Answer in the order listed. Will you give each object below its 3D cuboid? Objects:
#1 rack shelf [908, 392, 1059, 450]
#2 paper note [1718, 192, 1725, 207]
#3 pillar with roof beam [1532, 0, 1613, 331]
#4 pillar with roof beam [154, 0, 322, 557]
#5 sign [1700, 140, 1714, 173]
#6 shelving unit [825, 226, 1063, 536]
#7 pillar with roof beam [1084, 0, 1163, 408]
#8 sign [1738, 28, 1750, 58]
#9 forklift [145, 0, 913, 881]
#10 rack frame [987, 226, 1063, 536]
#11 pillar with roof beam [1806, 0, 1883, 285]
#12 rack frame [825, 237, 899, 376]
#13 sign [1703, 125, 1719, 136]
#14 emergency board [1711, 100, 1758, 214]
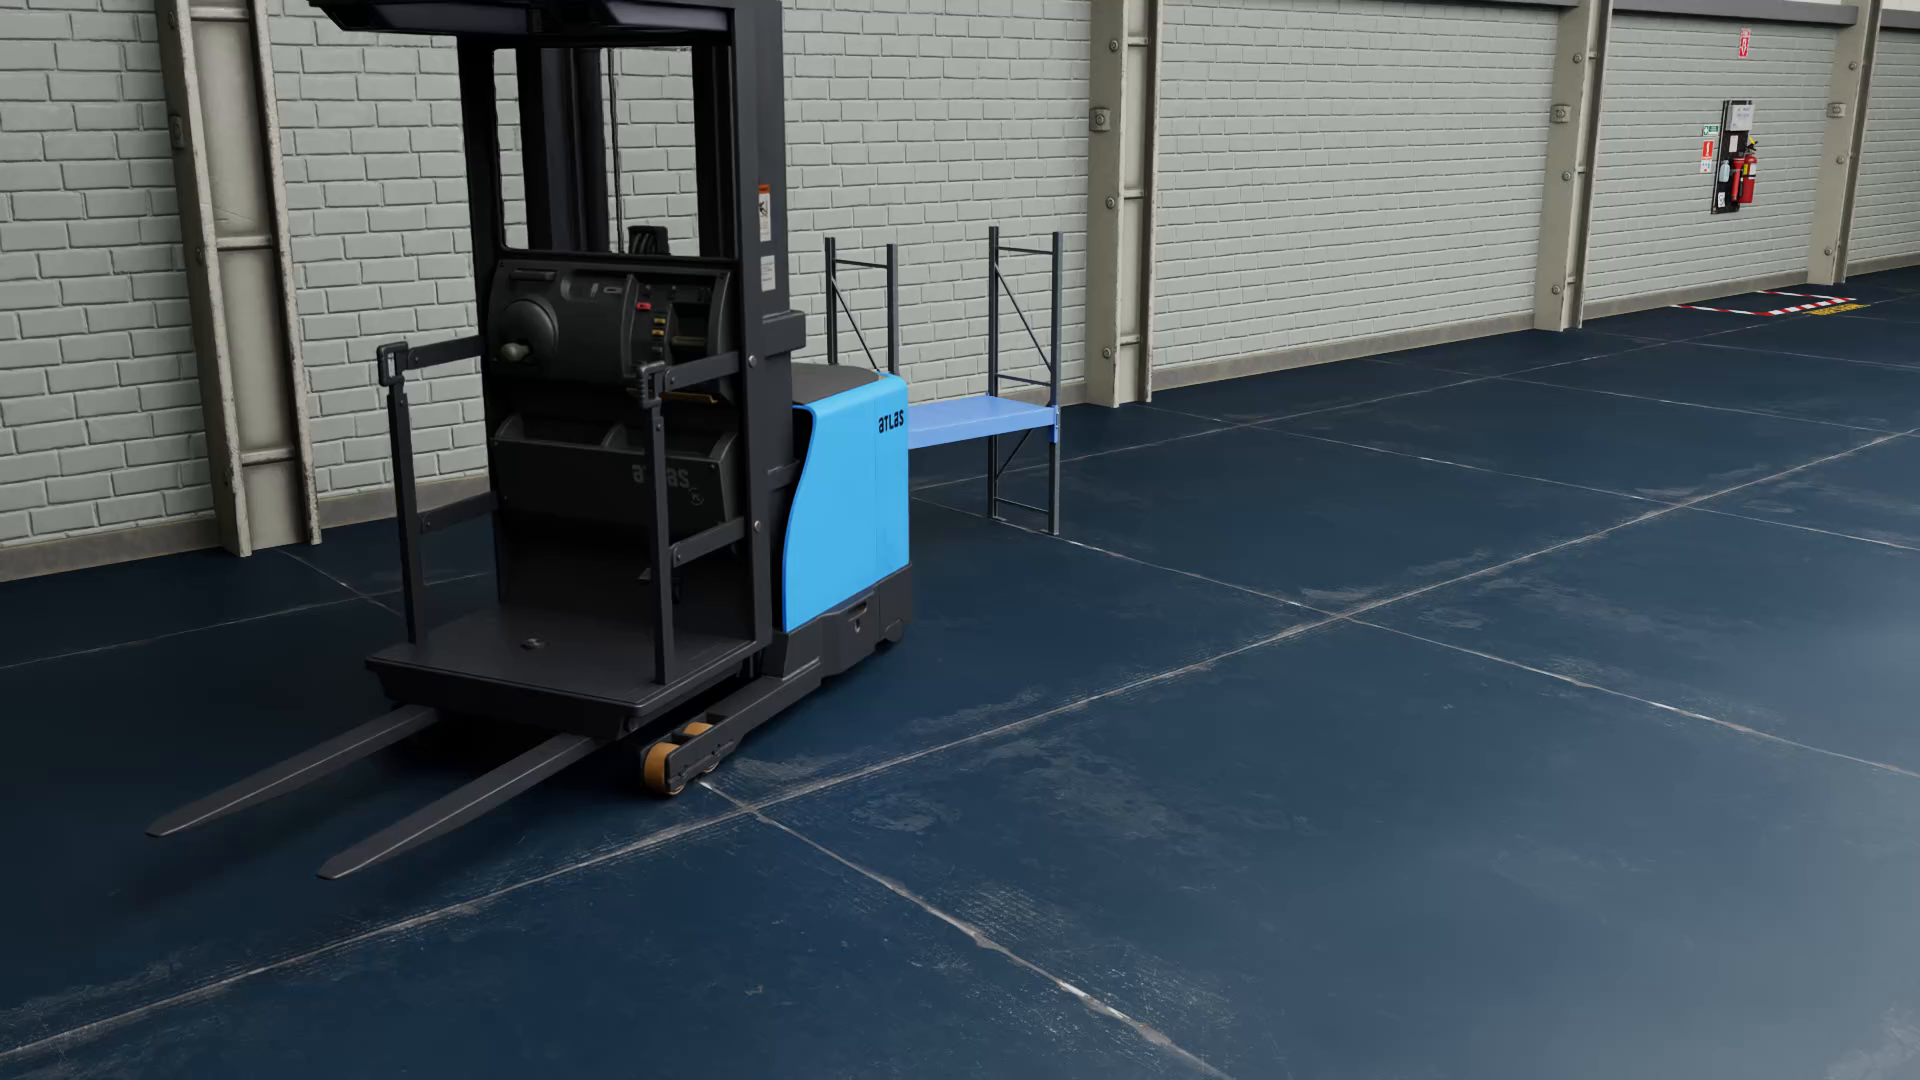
[{"bbox_3d":[-0.064,-0.536,8.049,1.000,0.185,0.538,-13,19,-39],"label":"rack shelf"},{"bbox_3d":[8.119,-3.627,17.722,0.142,0.148,0.016,-13,19,-39],"label":"paper note"},{"bbox_3d":[8.486,-5.524,11.492,0.400,9.000,9.100,-13,19,-39],"label":"pillar with roof beam"},{"bbox_3d":[-0.566,-3.491,3.882,0.400,9.000,9.100,-13,19,-39],"label":"pillar with roof beam"},{"bbox_3d":[7.813,-4.012,17.390,0.234,0.329,0.001,-13,19,-39],"label":"sign"},{"bbox_3d":[-0.064,-0.710,8.002,1.048,1.500,0.538,-13,19,-39],"label":"shelving unit"},{"bbox_3d":[3.960,-4.507,7.687,0.400,9.000,9.100,-13,19,-39],"label":"pillar with roof beam"},{"bbox_3d":[8.226,-5.207,17.438,0.199,0.298,0.001,-13,19,-39],"label":"sign"},{"bbox_3d":[-1.259,-0.738,5.333,1.130,2.935,3.031,7,16,23],"label":"forklift"},{"bbox_3d":[0.319,-0.796,8.325,0.032,1.500,0.500,-13,19,-39],"label":"rack frame"},{"bbox_3d":[13.013,-6.540,15.298,0.400,9.000,9.100,-13,19,-39],"label":"pillar with roof beam"},{"bbox_3d":[-0.448,-0.624,7.680,0.032,1.500,0.500,-13,19,-39],"label":"rack frame"},{"bbox_3d":[7.822,-4.268,17.318,0.331,0.109,0.001,-13,19,-39],"label":"sign"},{"bbox_3d":[8.298,-4.069,17.670,0.643,1.169,0.194,-13,19,-39],"label":"emergency board"}]
